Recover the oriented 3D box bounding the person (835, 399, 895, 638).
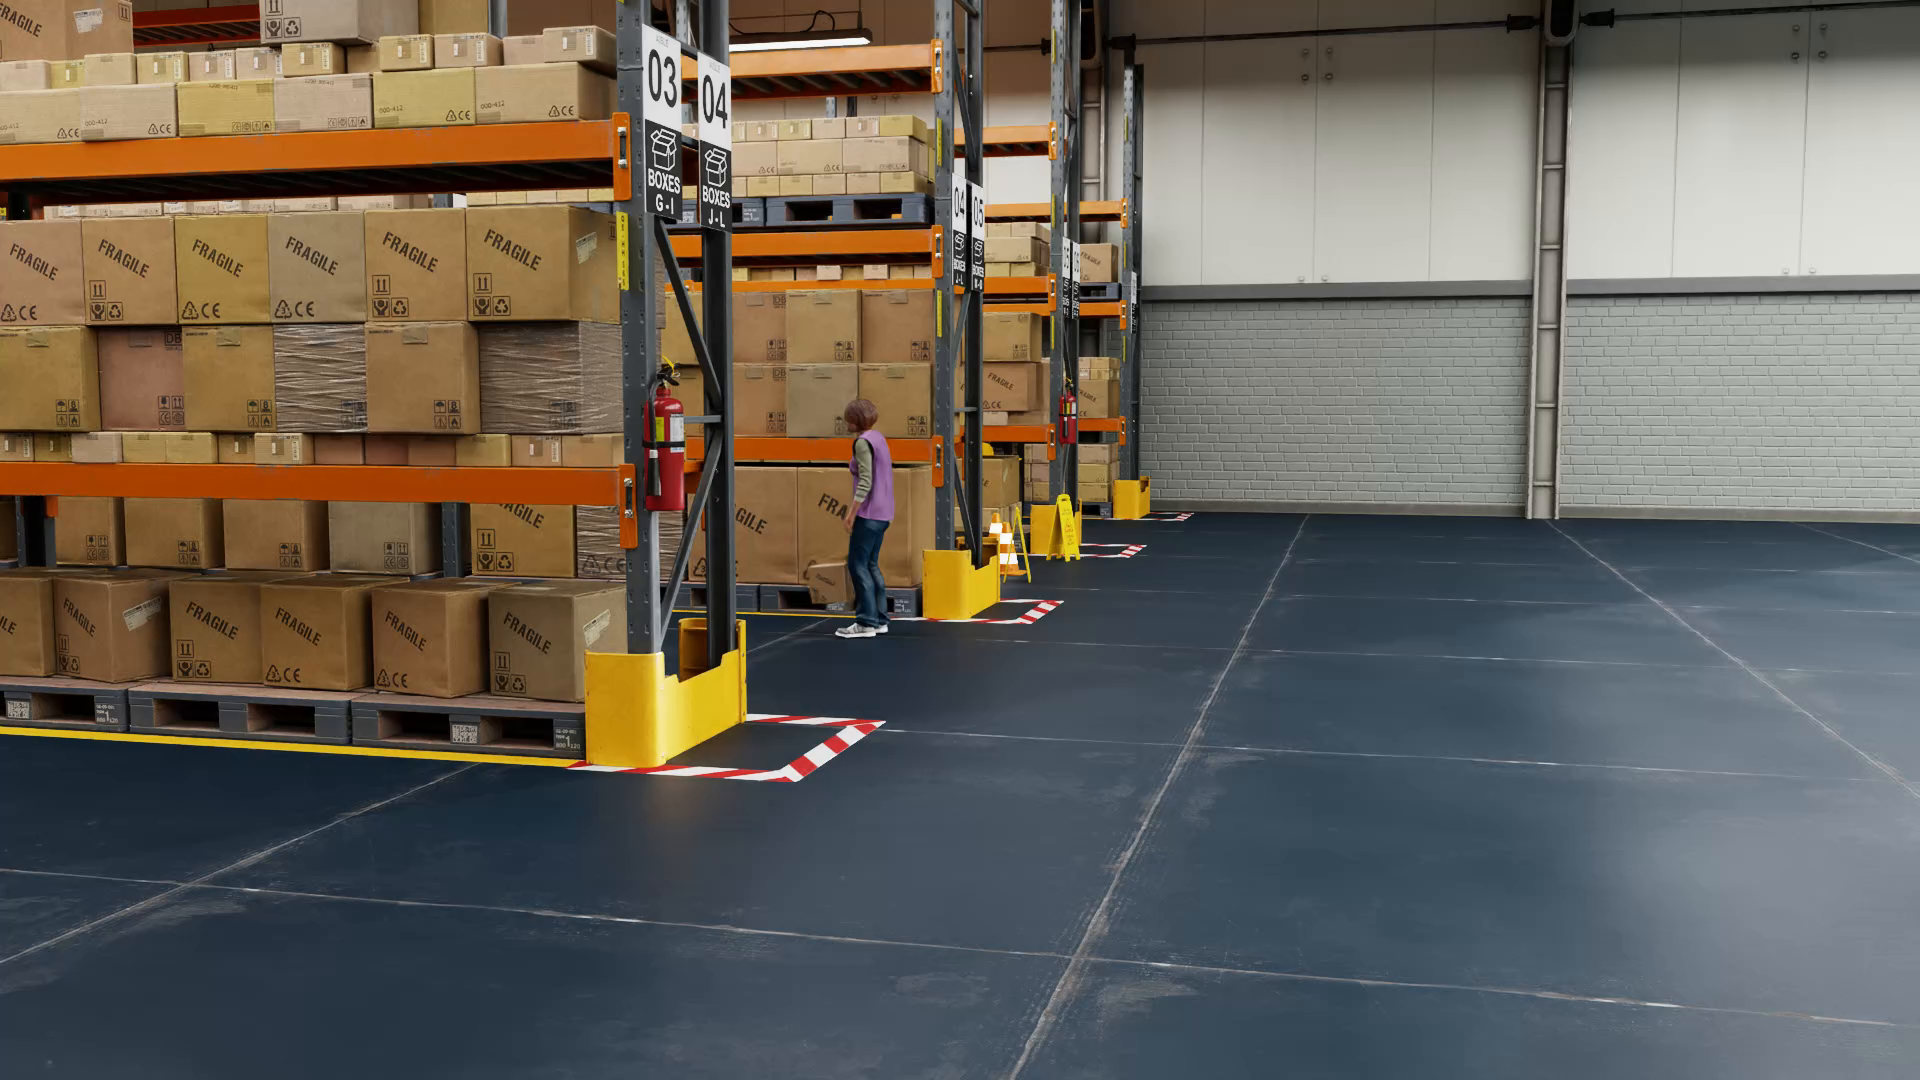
[{"bbox_3d":[-0.632,-0.147,11.146,0.373,1.596,0.455,1,5,12],"label":"person"}]
